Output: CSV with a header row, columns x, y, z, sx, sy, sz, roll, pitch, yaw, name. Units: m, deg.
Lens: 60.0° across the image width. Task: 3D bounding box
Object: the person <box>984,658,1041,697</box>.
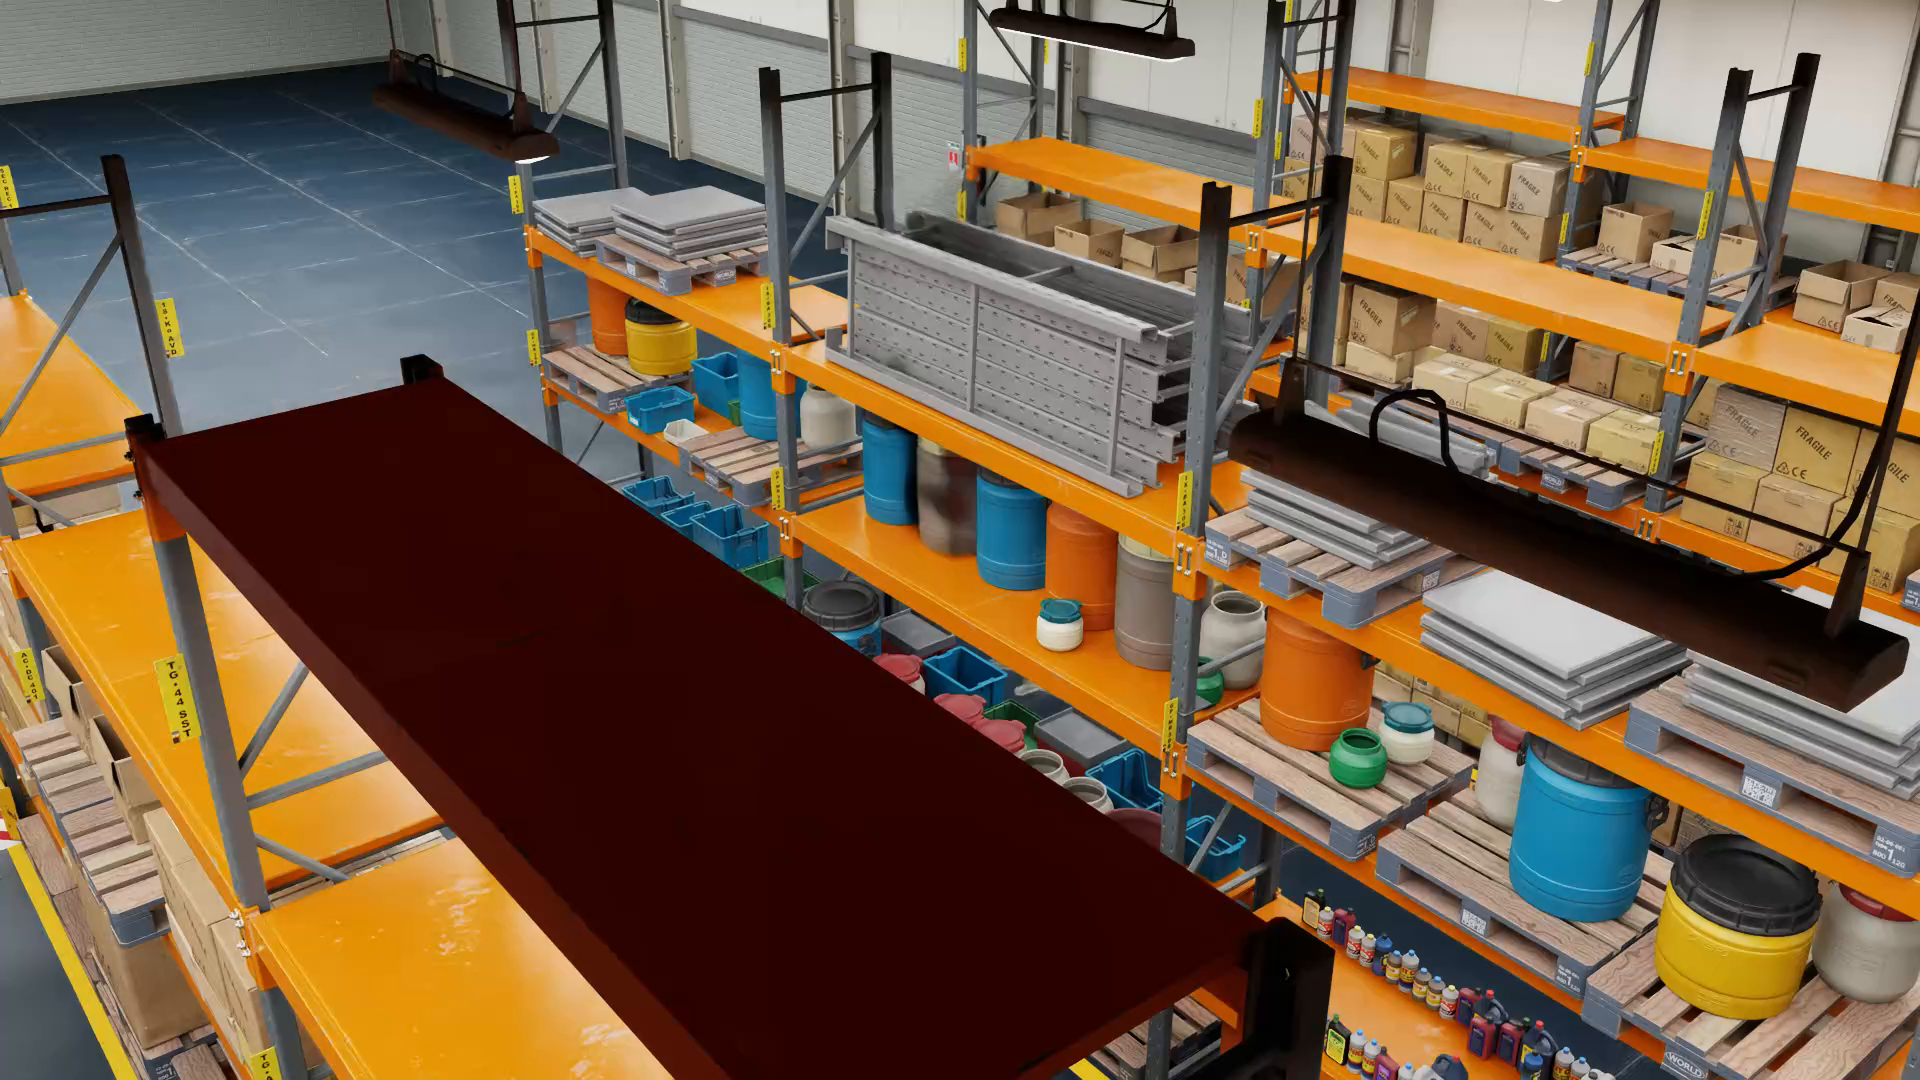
x,y,z,sx,sy,sz,roll,pitch,yaw,name
0.440,0.484,14.525,0.846,1.816,0.665,21,33,37,person
